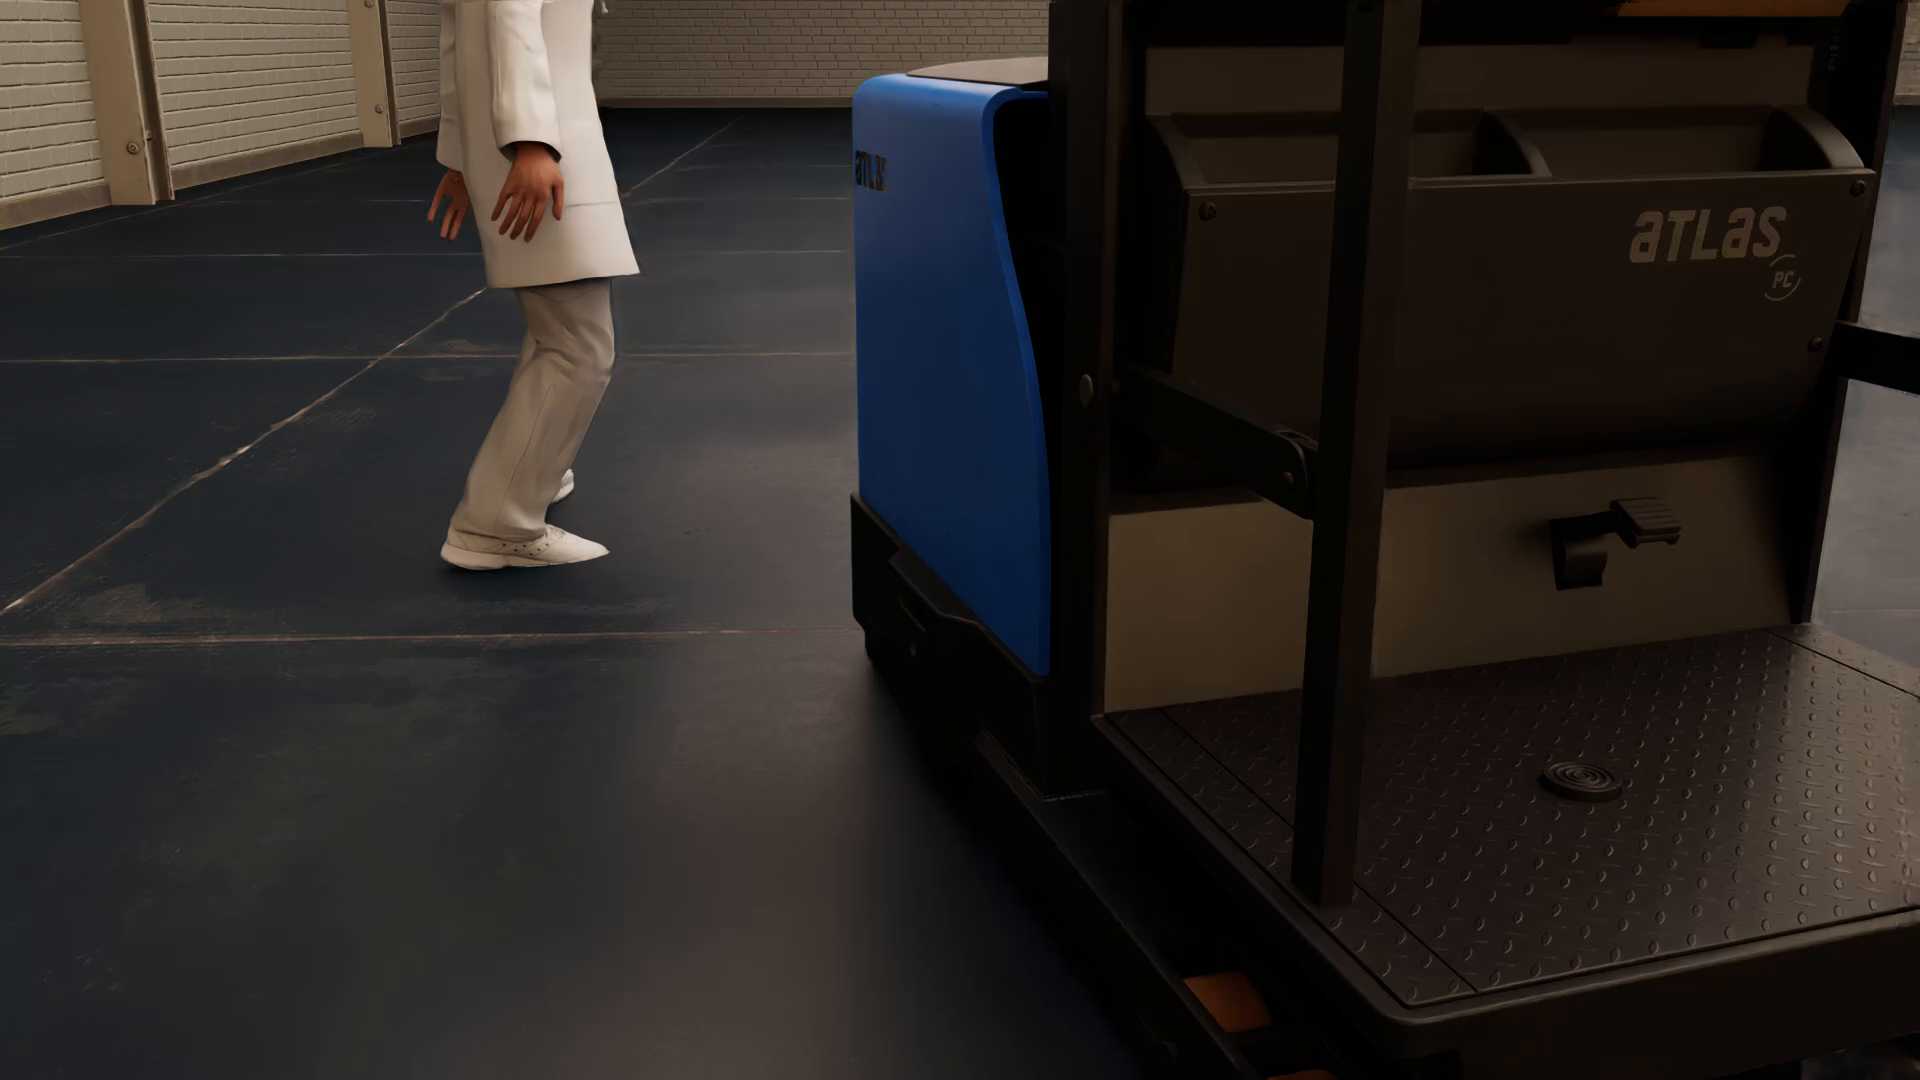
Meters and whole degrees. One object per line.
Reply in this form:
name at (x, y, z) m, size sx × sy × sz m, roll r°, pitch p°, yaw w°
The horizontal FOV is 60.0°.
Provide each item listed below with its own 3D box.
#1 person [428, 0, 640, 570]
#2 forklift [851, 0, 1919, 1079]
person at (-0.974, -0.807, 3.676) m, size 0.509 × 1.753 × 0.930 m, roll -7°, pitch 18°, yaw -21°
forklift at (0.731, -0.838, 1.647) m, size 1.130 × 2.935 × 3.031 m, roll -5°, pitch 18°, yaw -17°
